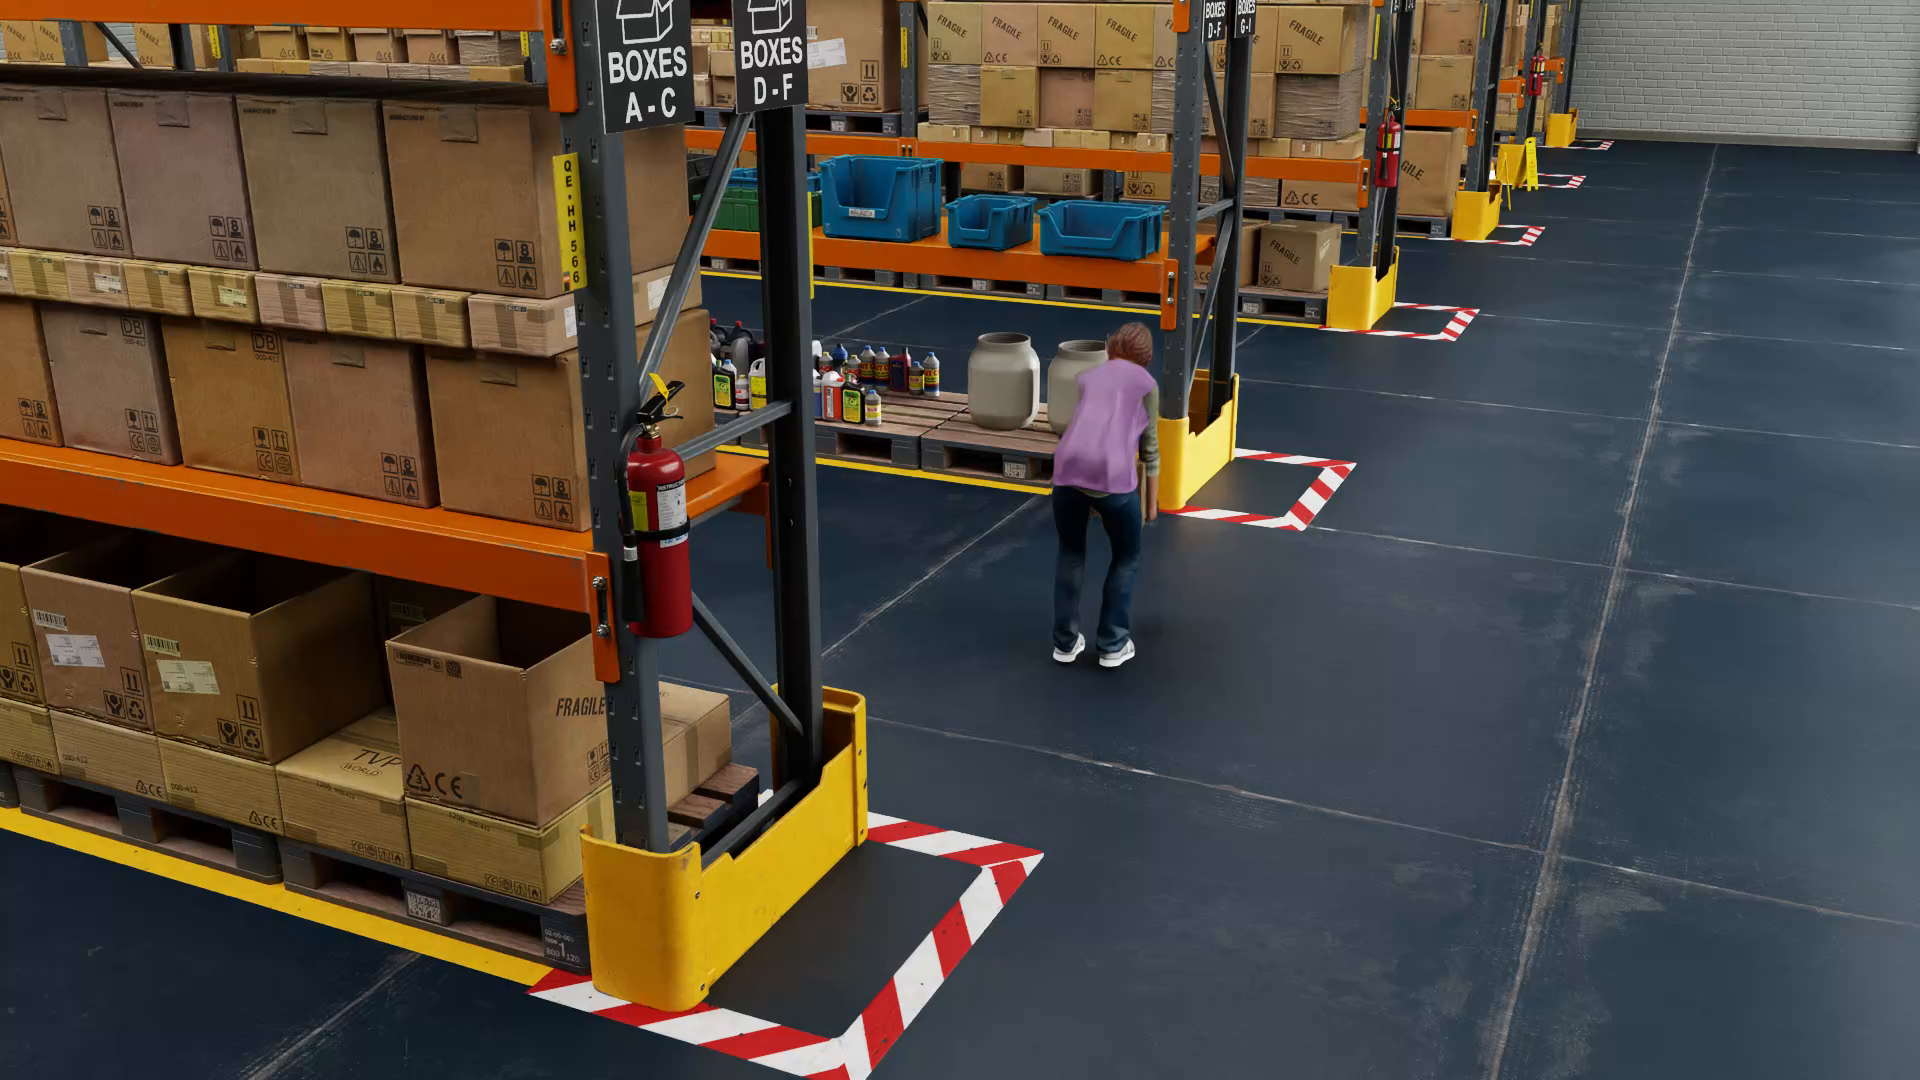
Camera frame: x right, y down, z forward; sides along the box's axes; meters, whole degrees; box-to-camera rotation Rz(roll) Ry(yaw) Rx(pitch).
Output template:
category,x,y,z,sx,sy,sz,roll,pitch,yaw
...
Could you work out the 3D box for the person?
category,x,y,z,sx,sy,sz,roll,pitch,yaw
person,0.626,-0.179,6.965,0.374,1.356,0.737,8,21,22
